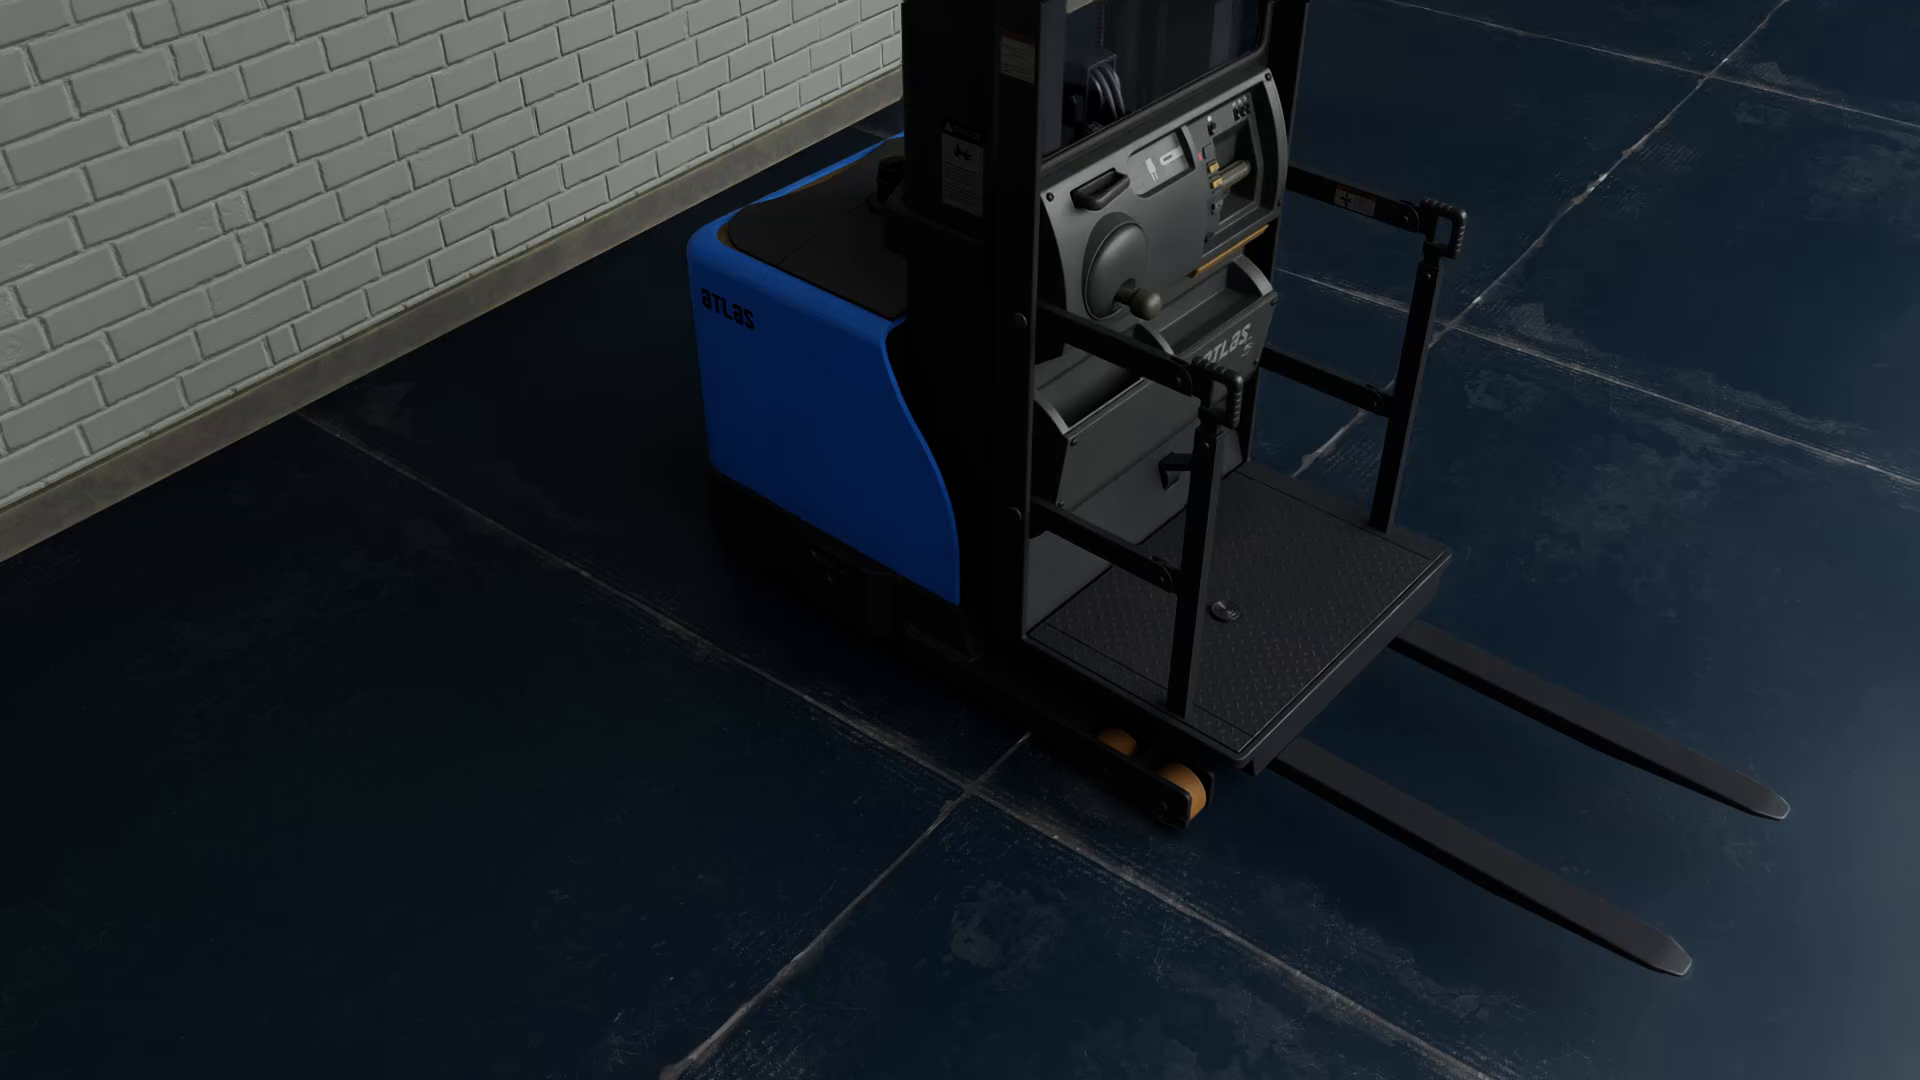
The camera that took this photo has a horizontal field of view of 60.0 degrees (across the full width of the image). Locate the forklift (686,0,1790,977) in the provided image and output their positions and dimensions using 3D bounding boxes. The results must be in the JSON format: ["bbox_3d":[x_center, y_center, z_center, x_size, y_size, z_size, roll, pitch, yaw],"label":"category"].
[{"bbox_3d":[0.667,-0.784,3.874,3.031,2.935,1.130,28,46,31],"label":"forklift"}]
